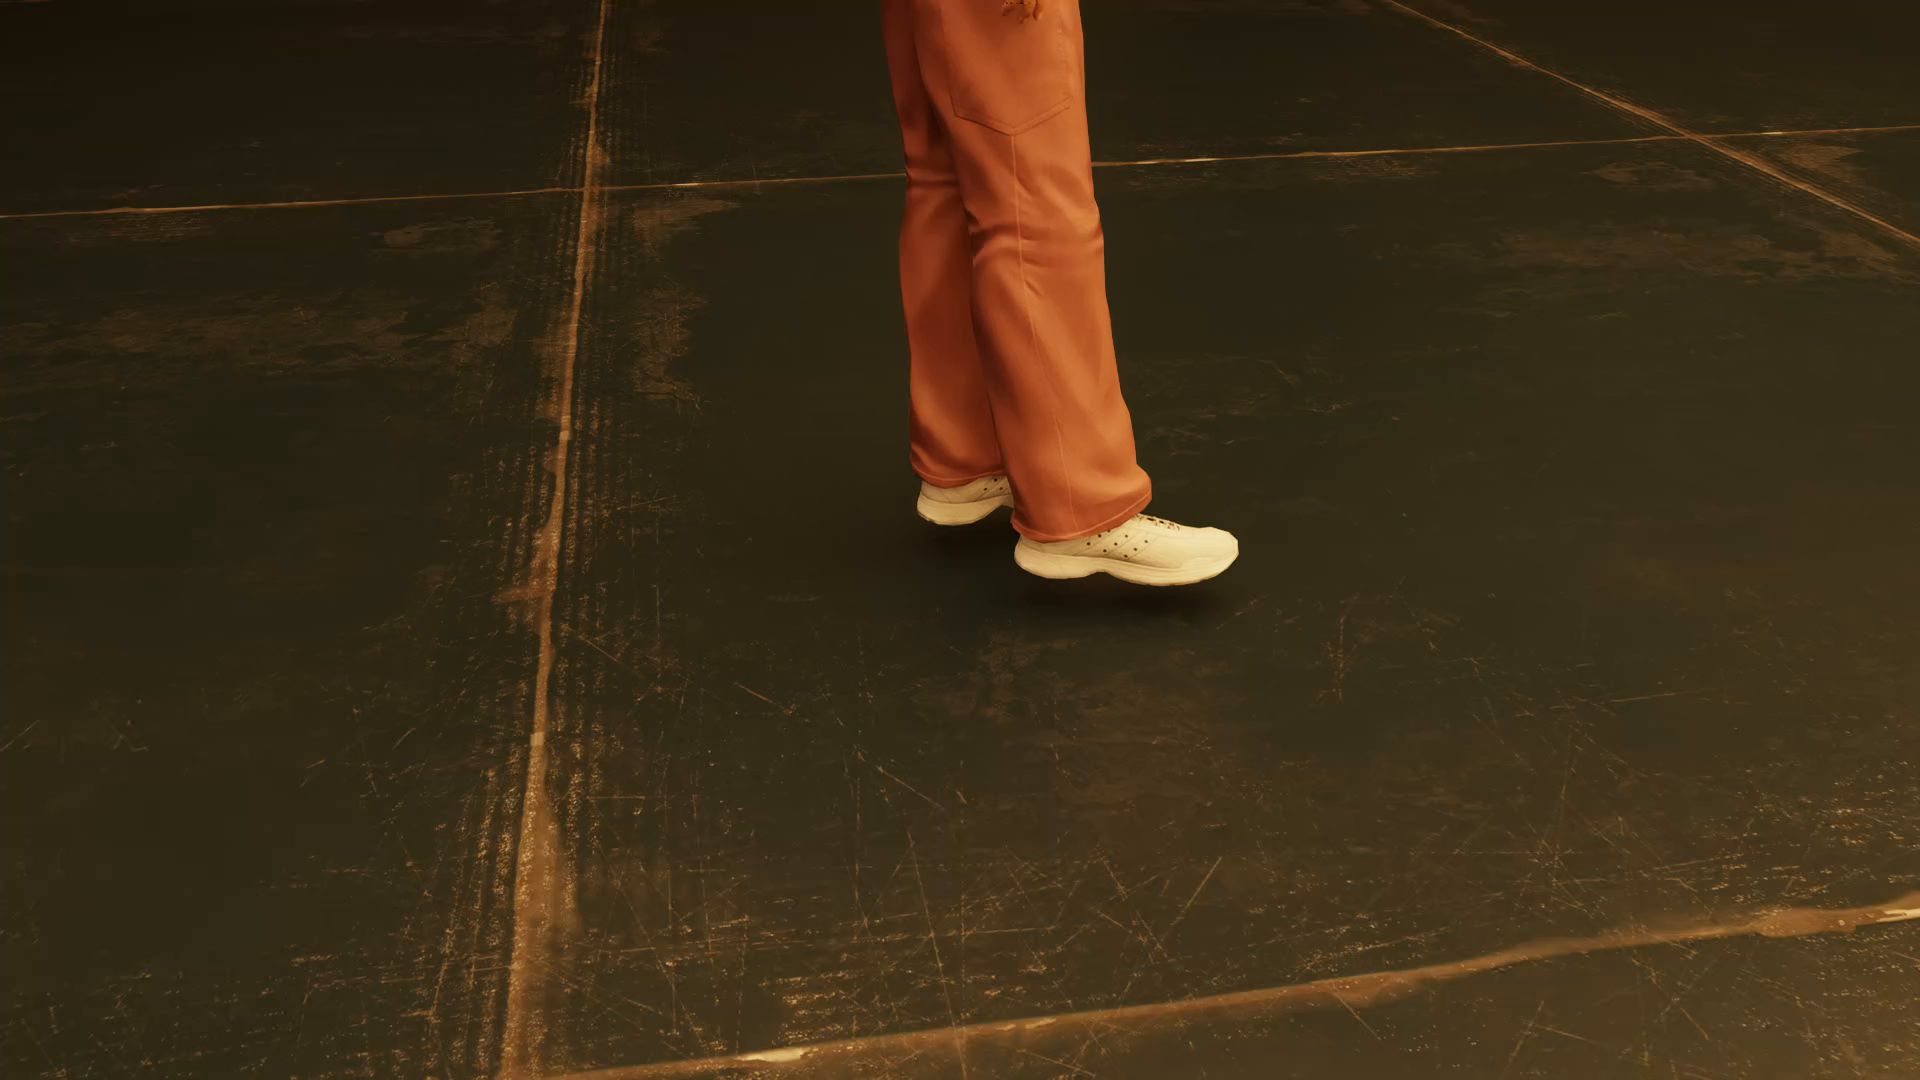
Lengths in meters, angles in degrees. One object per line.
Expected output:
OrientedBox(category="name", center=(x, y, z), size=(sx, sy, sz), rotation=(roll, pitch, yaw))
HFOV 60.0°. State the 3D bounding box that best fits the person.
OrientedBox(category="person", center=(0.074, -0.783, 2.087), size=(0.548, 1.675, 0.554), rotation=(-5, 28, -9))
